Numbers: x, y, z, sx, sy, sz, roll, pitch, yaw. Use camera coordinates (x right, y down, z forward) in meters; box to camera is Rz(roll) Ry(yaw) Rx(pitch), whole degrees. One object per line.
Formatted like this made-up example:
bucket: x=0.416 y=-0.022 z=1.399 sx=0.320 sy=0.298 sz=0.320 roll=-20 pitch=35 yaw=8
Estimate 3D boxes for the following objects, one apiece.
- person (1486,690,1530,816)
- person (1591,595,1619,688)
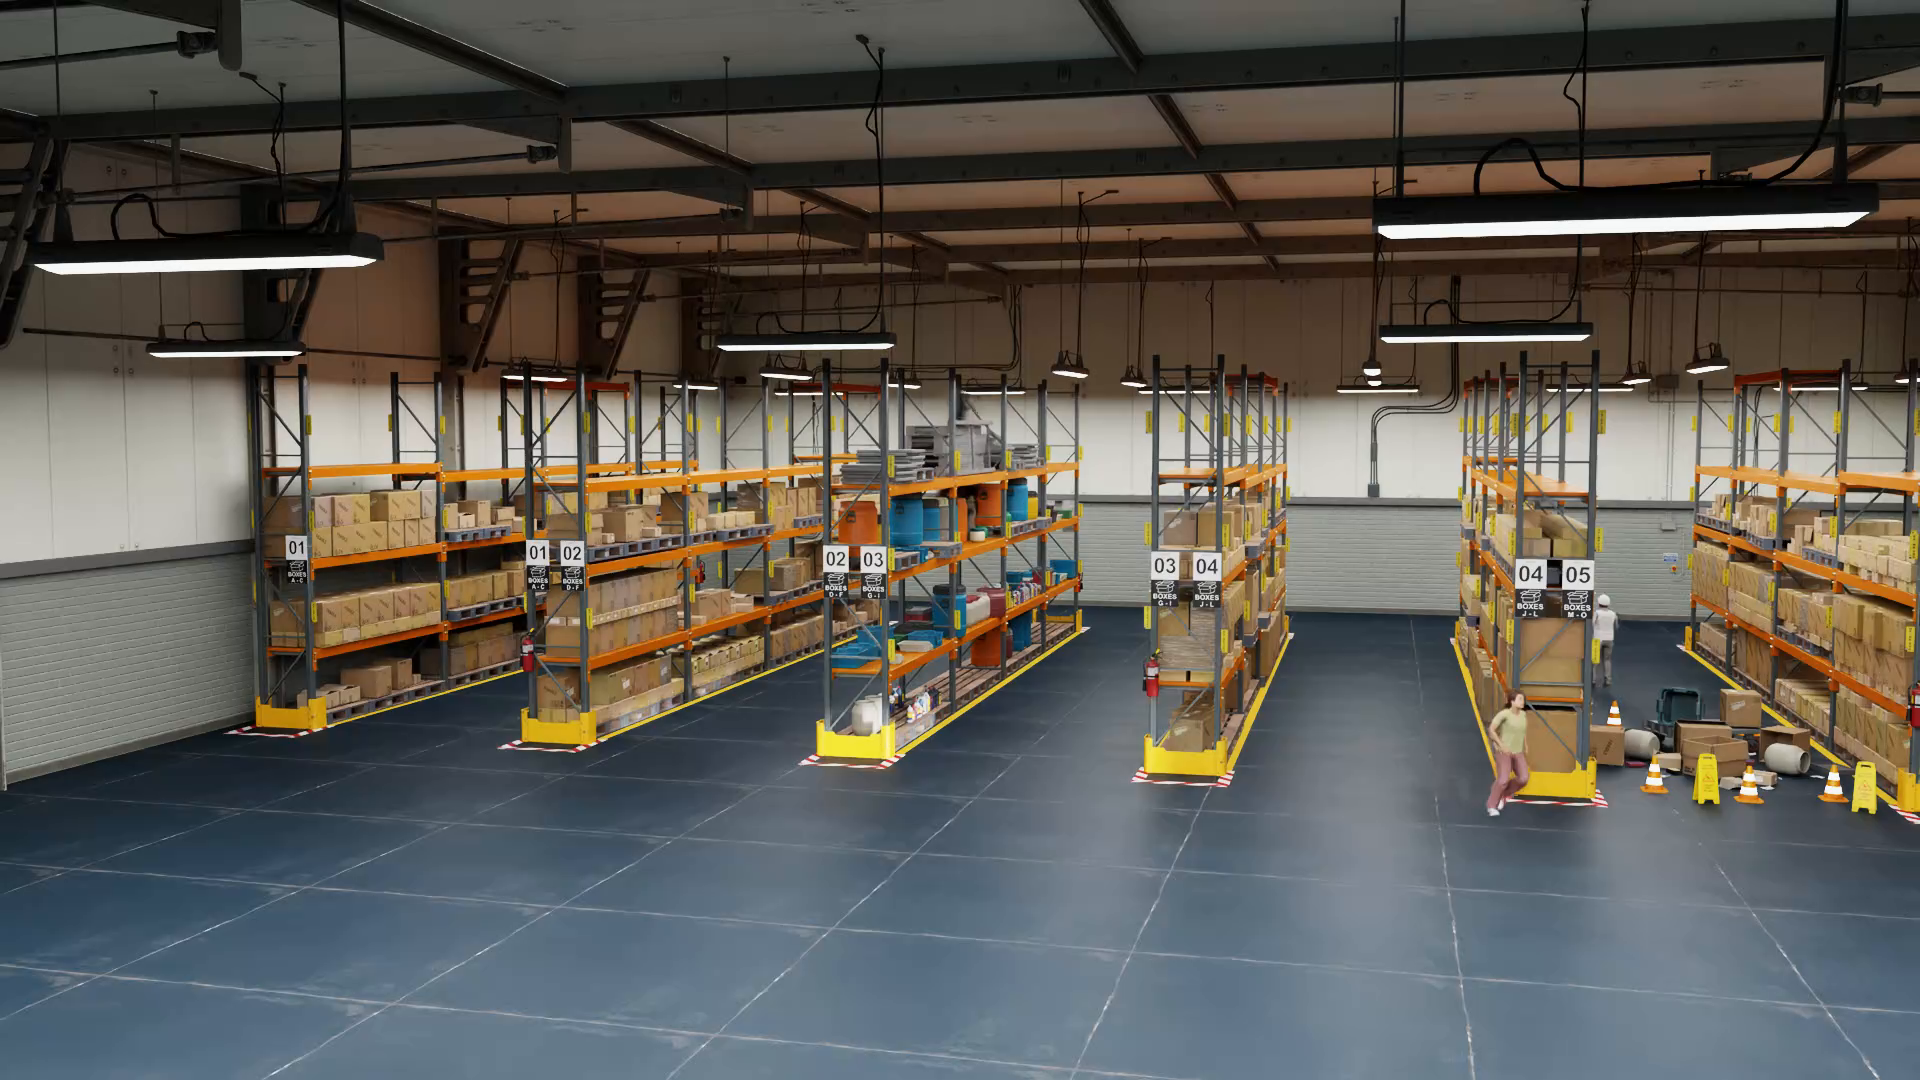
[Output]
person: x=7.095 y=2.727 z=21.318 sx=0.637 sy=1.606 sz=0.508 roll=-1 pitch=4 yaw=-19
person: x=12.141 y=1.945 z=31.432 sx=0.642 sy=1.826 sz=0.791 roll=1 pitch=4 yaw=8
